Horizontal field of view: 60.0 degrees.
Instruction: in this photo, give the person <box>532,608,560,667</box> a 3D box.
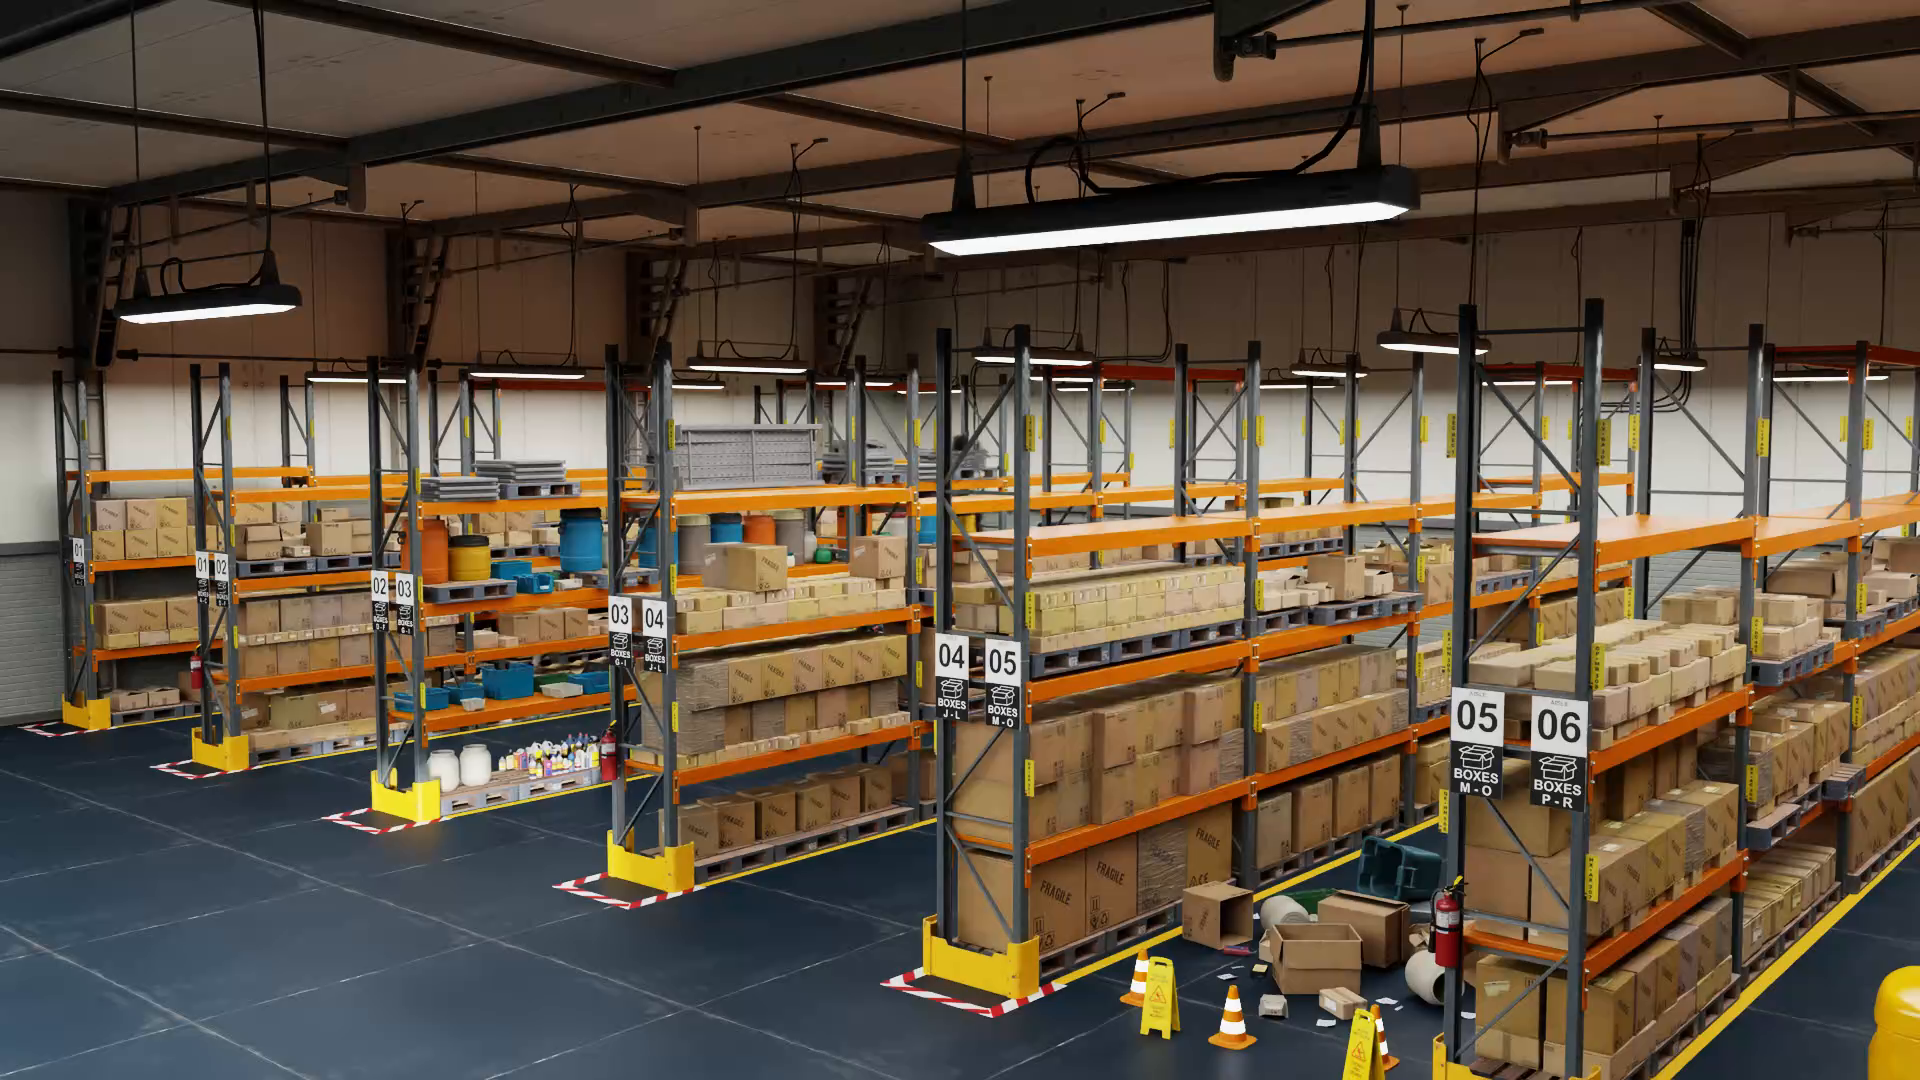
[{"bbox_3d":[-7.948,2.109,31.884,0.628,1.636,0.782,0,4,-1],"label":"person"}]
